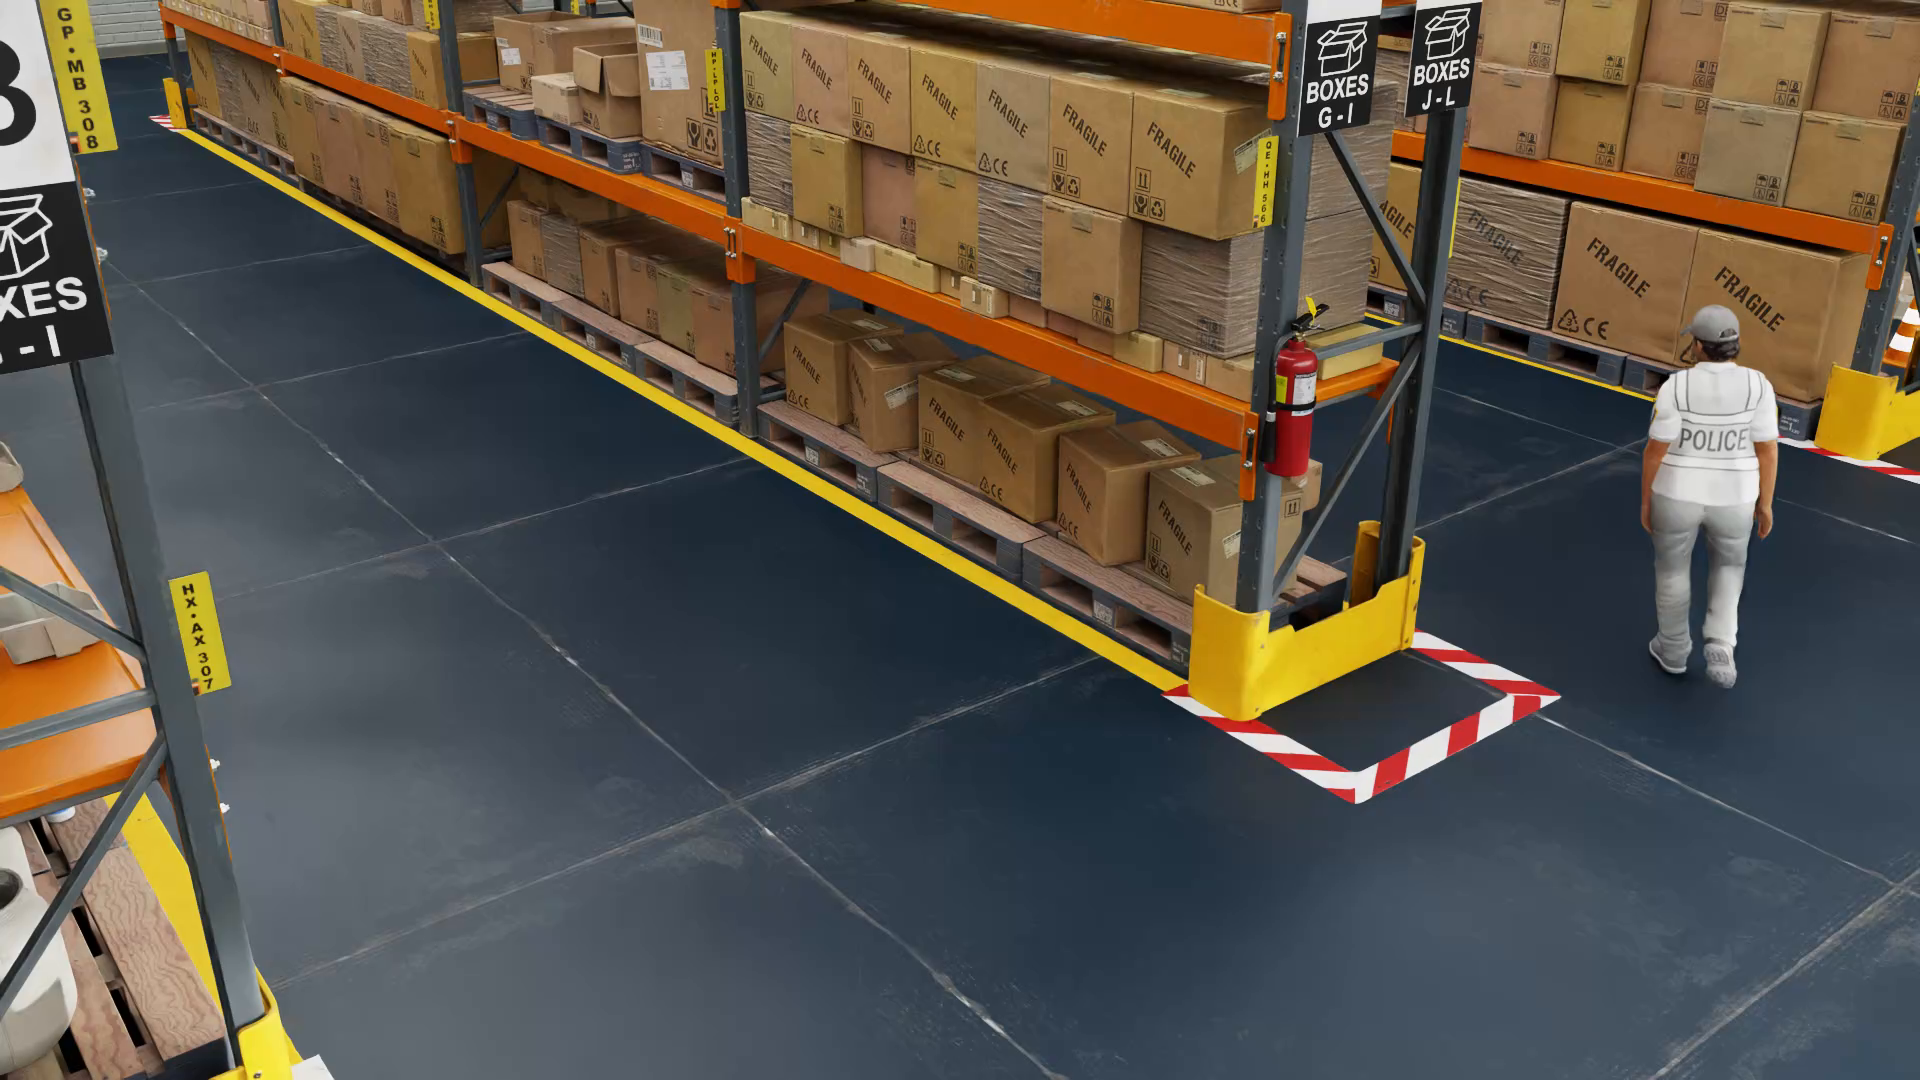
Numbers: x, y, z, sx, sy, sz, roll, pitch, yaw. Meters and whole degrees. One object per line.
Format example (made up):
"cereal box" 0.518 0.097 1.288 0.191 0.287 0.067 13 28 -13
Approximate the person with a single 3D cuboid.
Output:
"person" 3.097 -0.161 6.921 0.539 1.641 0.575 6 26 13
